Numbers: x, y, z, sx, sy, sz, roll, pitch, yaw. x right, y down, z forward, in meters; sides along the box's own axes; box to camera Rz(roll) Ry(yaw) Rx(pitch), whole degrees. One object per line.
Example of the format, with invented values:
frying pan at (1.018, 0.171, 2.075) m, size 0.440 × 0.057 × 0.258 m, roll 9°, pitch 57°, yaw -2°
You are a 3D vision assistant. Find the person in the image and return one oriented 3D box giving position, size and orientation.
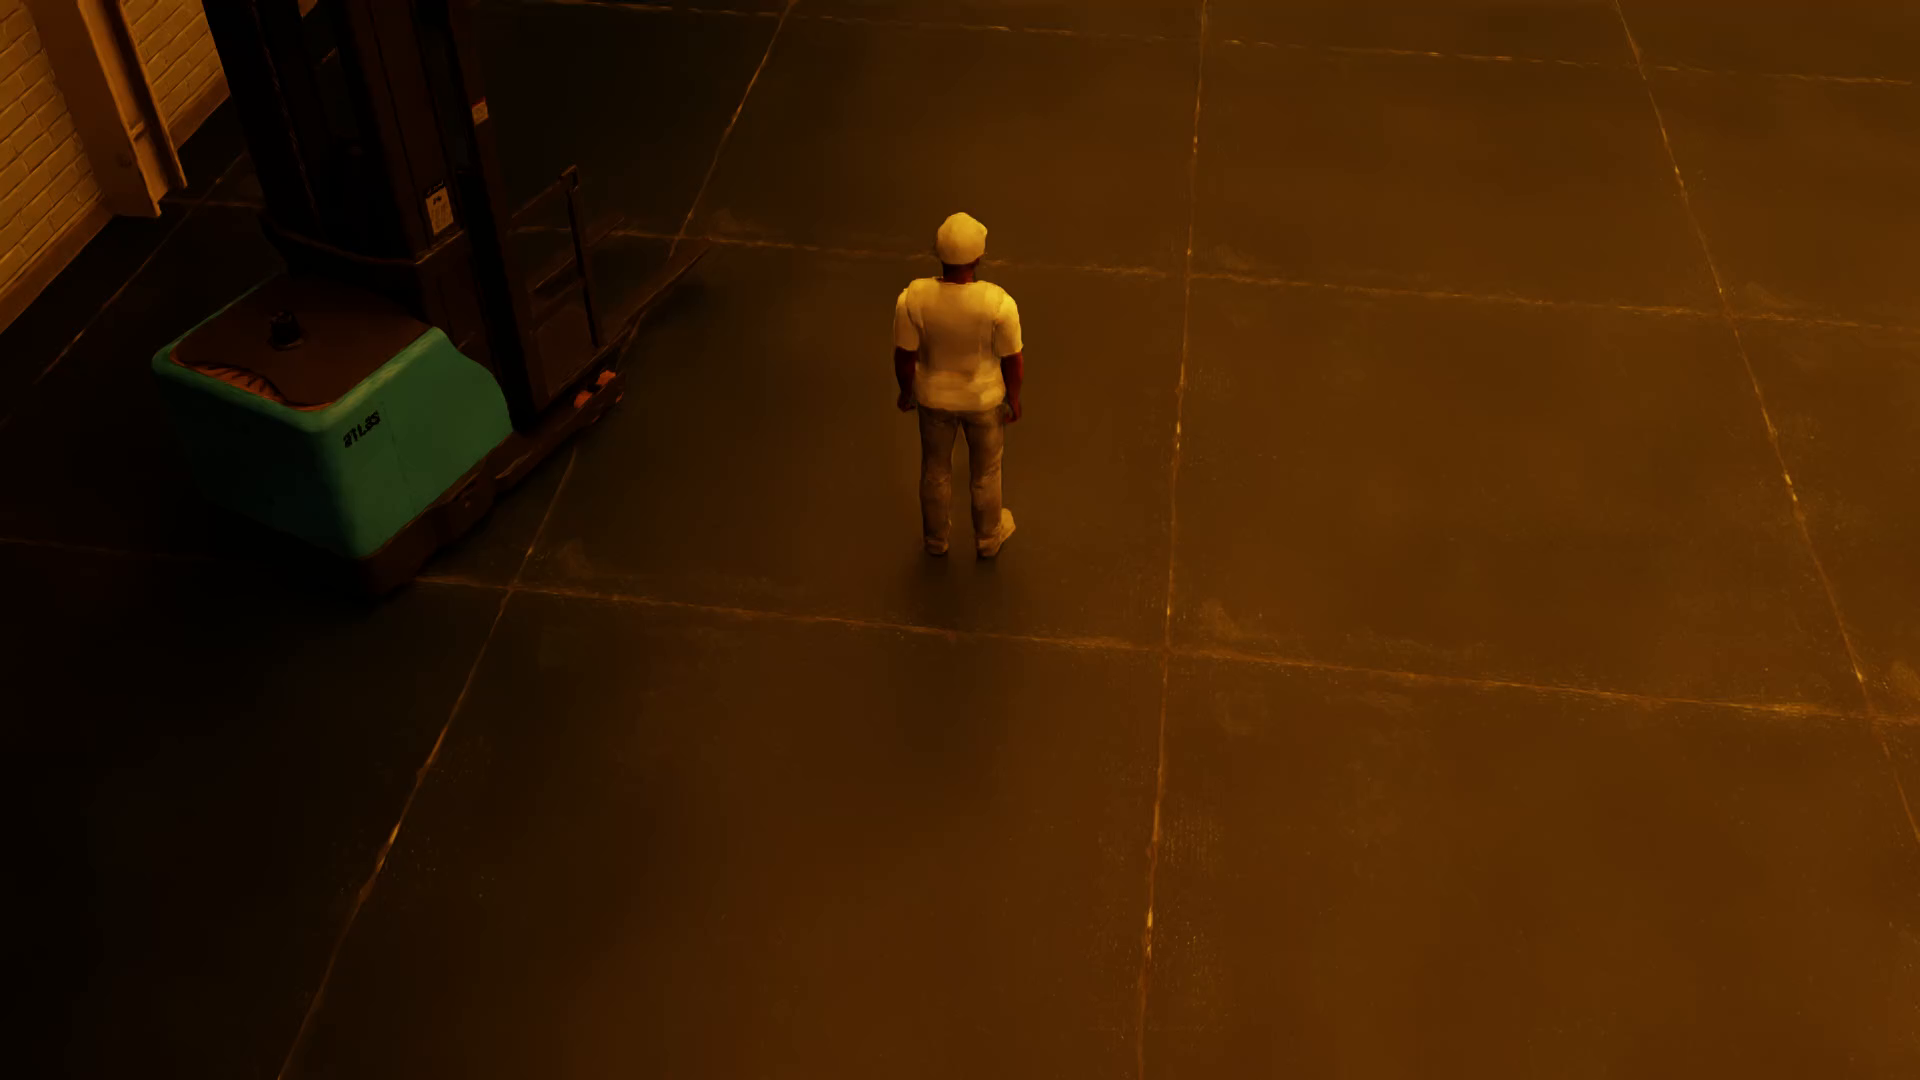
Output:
person at (0.000, -0.660, 7.302) m, size 0.559 × 1.771 × 0.367 m, roll 5°, pitch 43°, yaw 6°

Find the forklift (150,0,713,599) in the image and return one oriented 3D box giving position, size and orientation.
forklift at (-2.392, -1.806, 7.690) m, size 1.130 × 2.935 × 3.031 m, roll 19°, pitch 46°, yaw 20°
